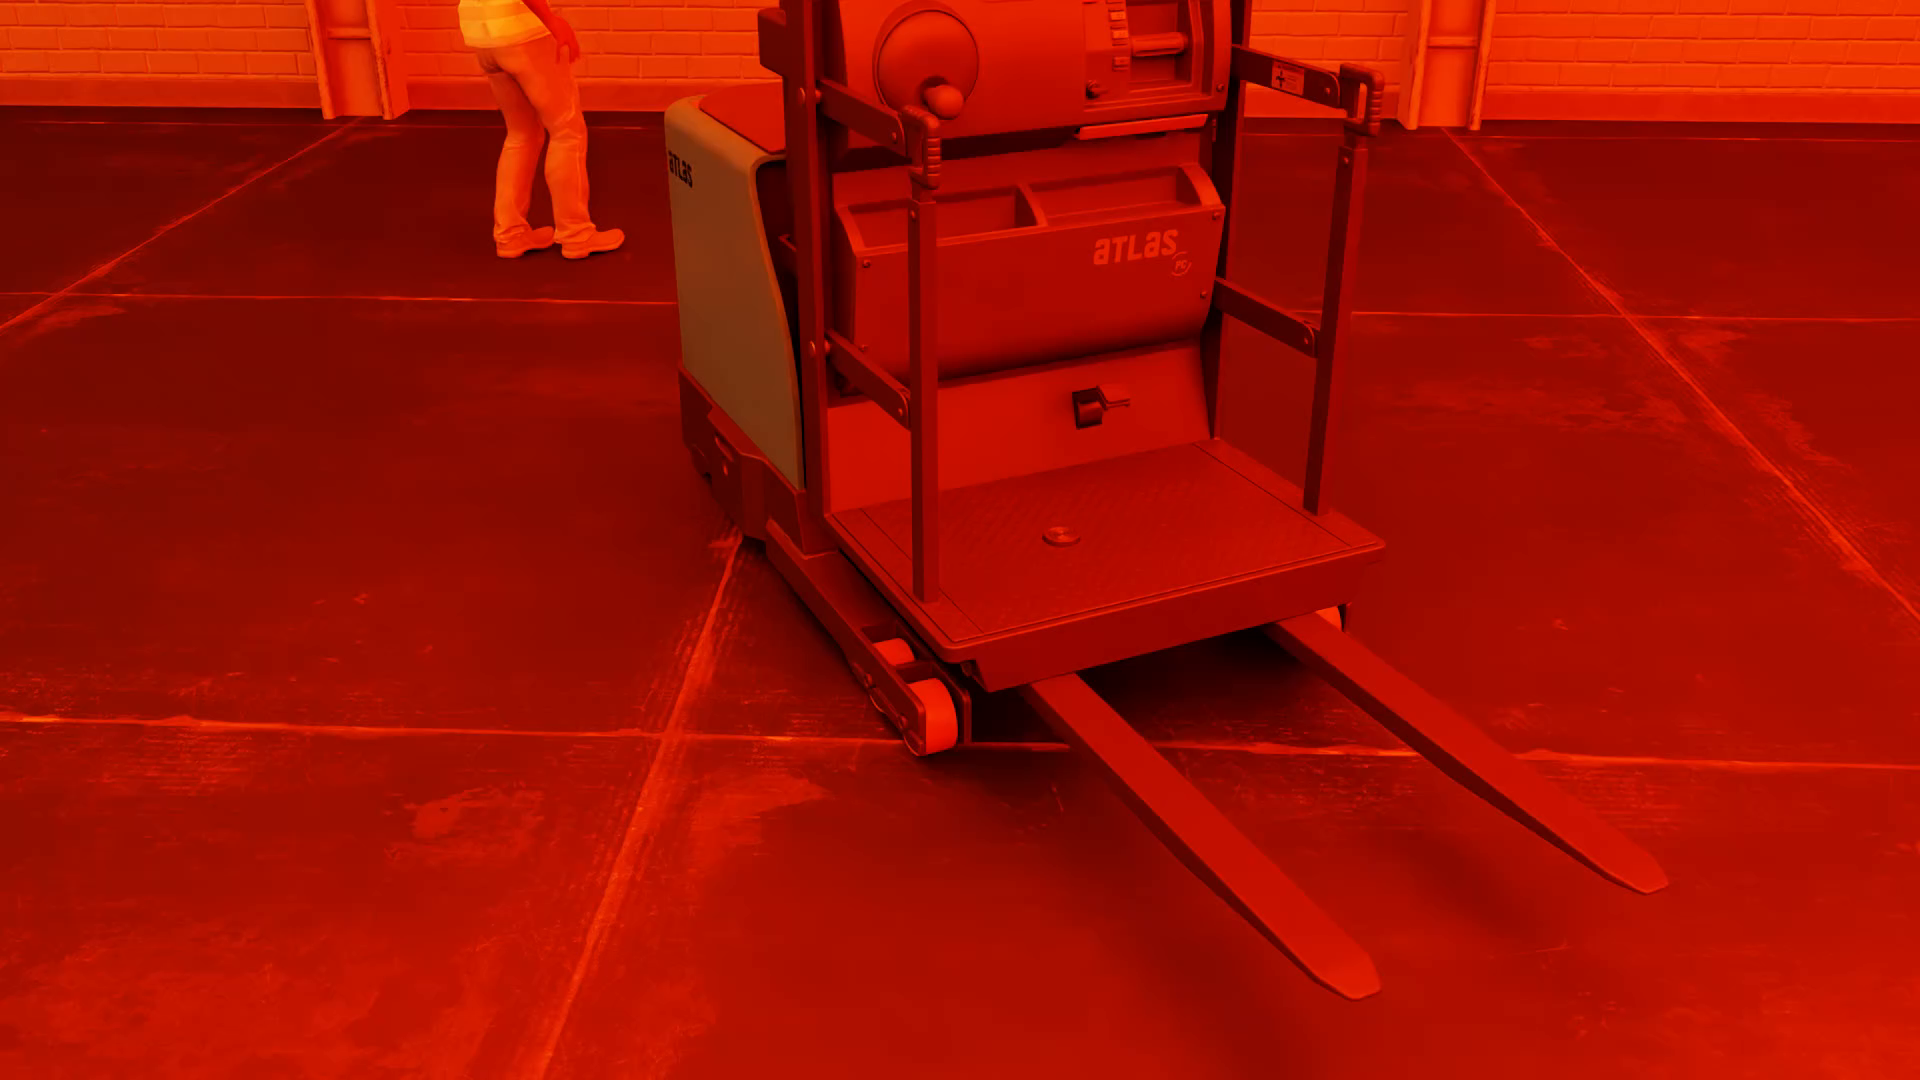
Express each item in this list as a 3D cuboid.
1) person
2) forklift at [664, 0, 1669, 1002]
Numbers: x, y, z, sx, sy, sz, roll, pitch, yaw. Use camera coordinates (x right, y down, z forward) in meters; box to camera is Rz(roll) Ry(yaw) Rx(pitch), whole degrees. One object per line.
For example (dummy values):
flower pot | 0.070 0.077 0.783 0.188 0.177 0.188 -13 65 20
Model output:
person | -1.724 -2.013 6.635 0.523 1.743 0.794 -22 34 -37
forklift | 0.261 -1.070 3.378 1.130 2.935 3.031 -12 29 -23
